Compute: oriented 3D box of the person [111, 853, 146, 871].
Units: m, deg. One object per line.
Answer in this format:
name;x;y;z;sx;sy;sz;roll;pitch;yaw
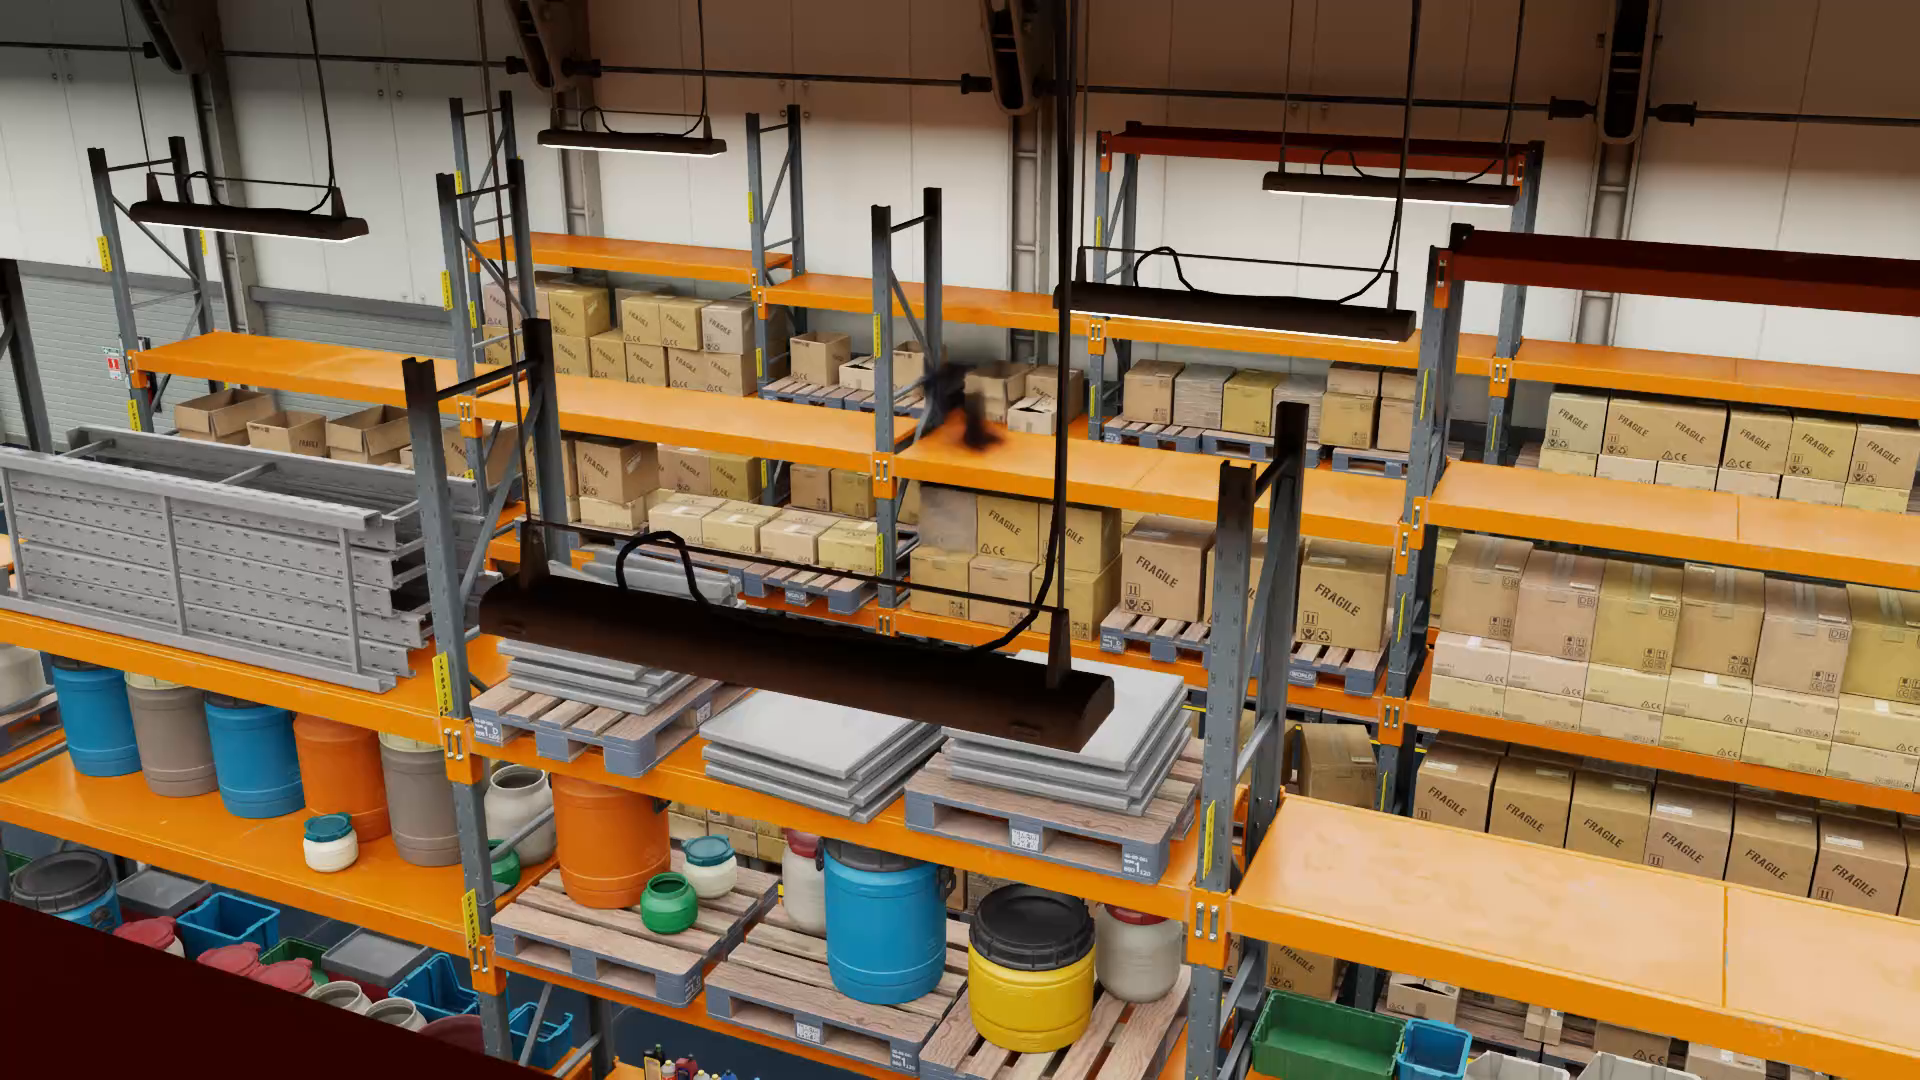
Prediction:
person;-6.713;2.494;13.513;0.741;1.821;0.640;6;21;17
